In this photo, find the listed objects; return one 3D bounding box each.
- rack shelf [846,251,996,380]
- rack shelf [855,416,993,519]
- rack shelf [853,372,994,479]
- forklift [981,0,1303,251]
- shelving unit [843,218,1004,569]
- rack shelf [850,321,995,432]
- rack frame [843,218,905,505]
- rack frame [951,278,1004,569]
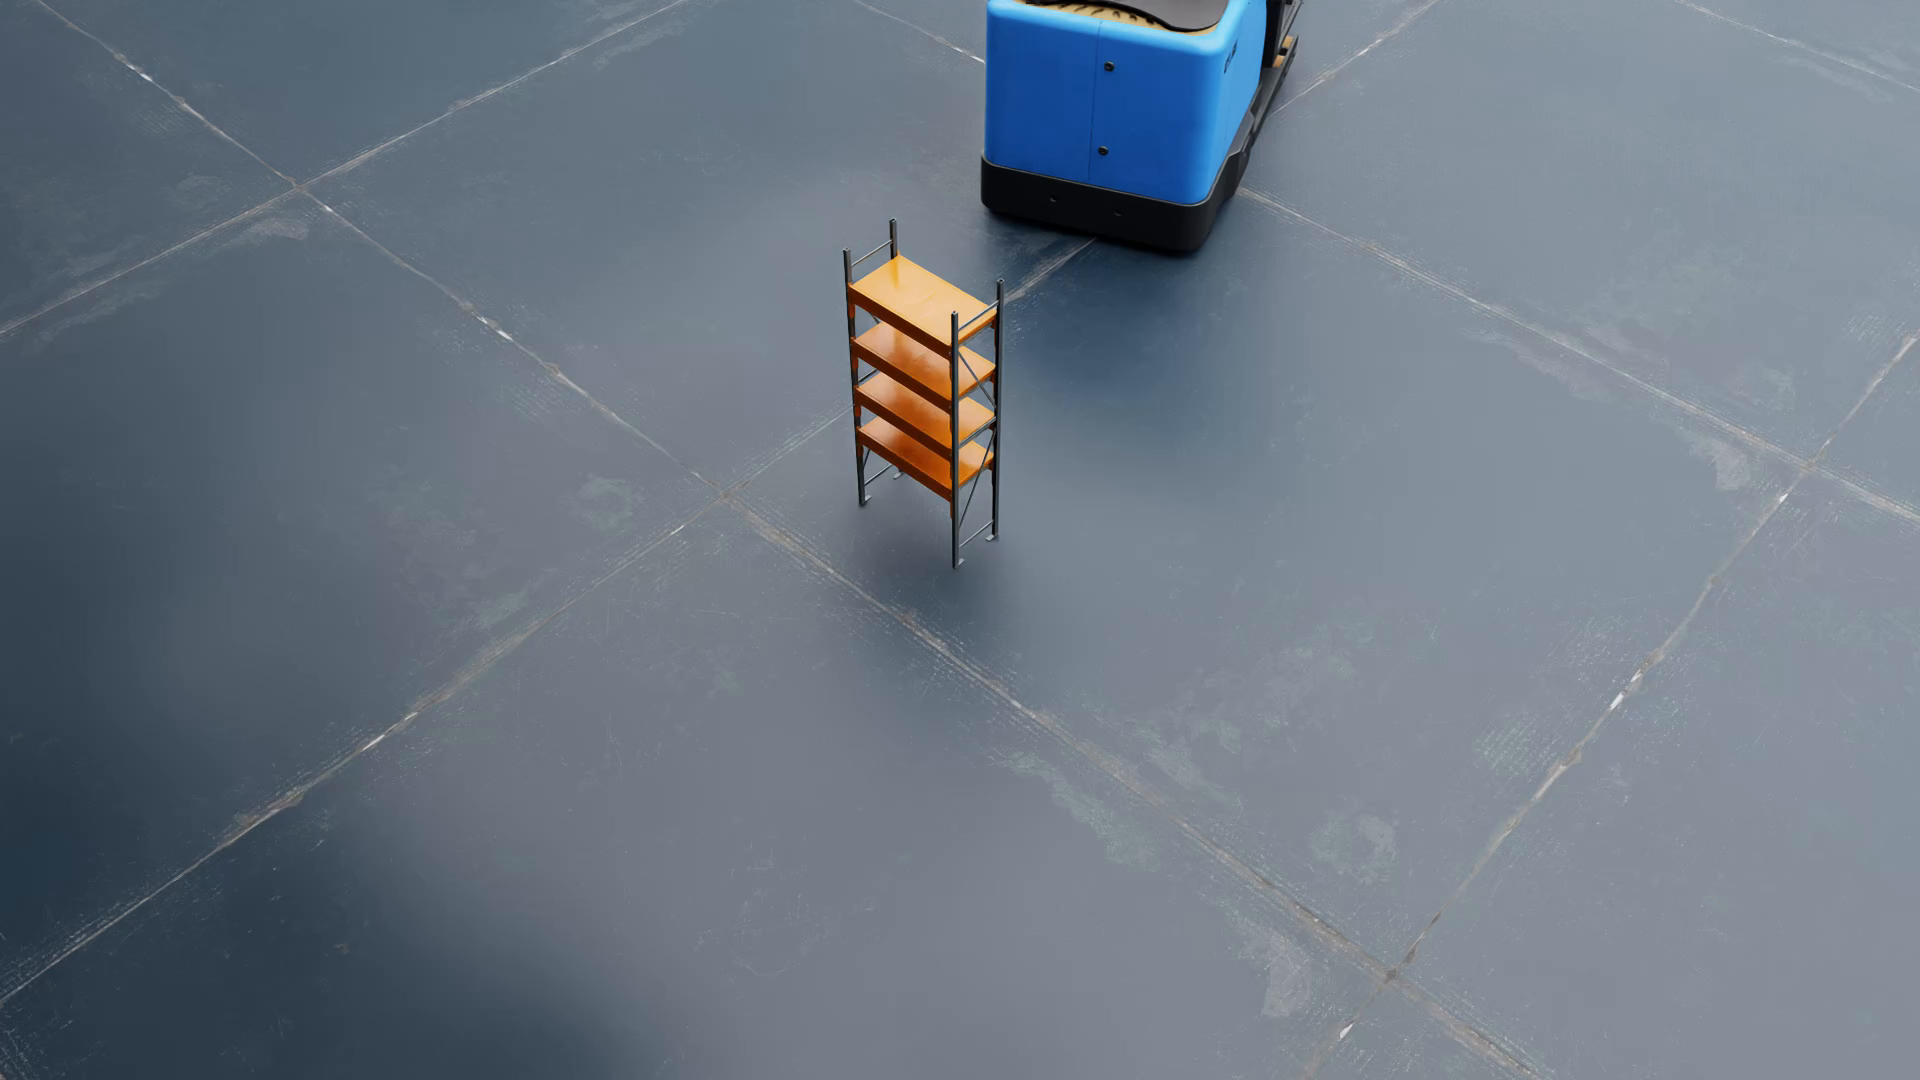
[{"bbox_3d":[-0.122,-0.762,5.603,0.480,0.148,0.258,34,55,28],"label":"rack shelf"},{"bbox_3d":[-0.122,-0.311,6.083,0.480,0.148,0.258,34,55,28],"label":"rack shelf"},{"bbox_3d":[-0.122,-0.446,5.938,0.480,0.148,0.258,34,55,28],"label":"rack shelf"},{"bbox_3d":[1.084,-3.376,7.409,1.130,2.935,3.031,15,49,14],"label":"forklift"},{"bbox_3d":[-0.122,-0.493,5.889,0.503,1.200,0.258,34,55,28],"label":"shelving unit"},{"bbox_3d":[-0.122,-0.600,5.775,0.480,0.148,0.258,34,55,28],"label":"rack shelf"},{"bbox_3d":[-0.301,-0.613,6.003,0.015,1.200,0.240,34,55,28],"label":"rack frame"},{"bbox_3d":[0.058,-0.372,5.776,0.015,1.200,0.240,34,55,28],"label":"rack frame"}]
